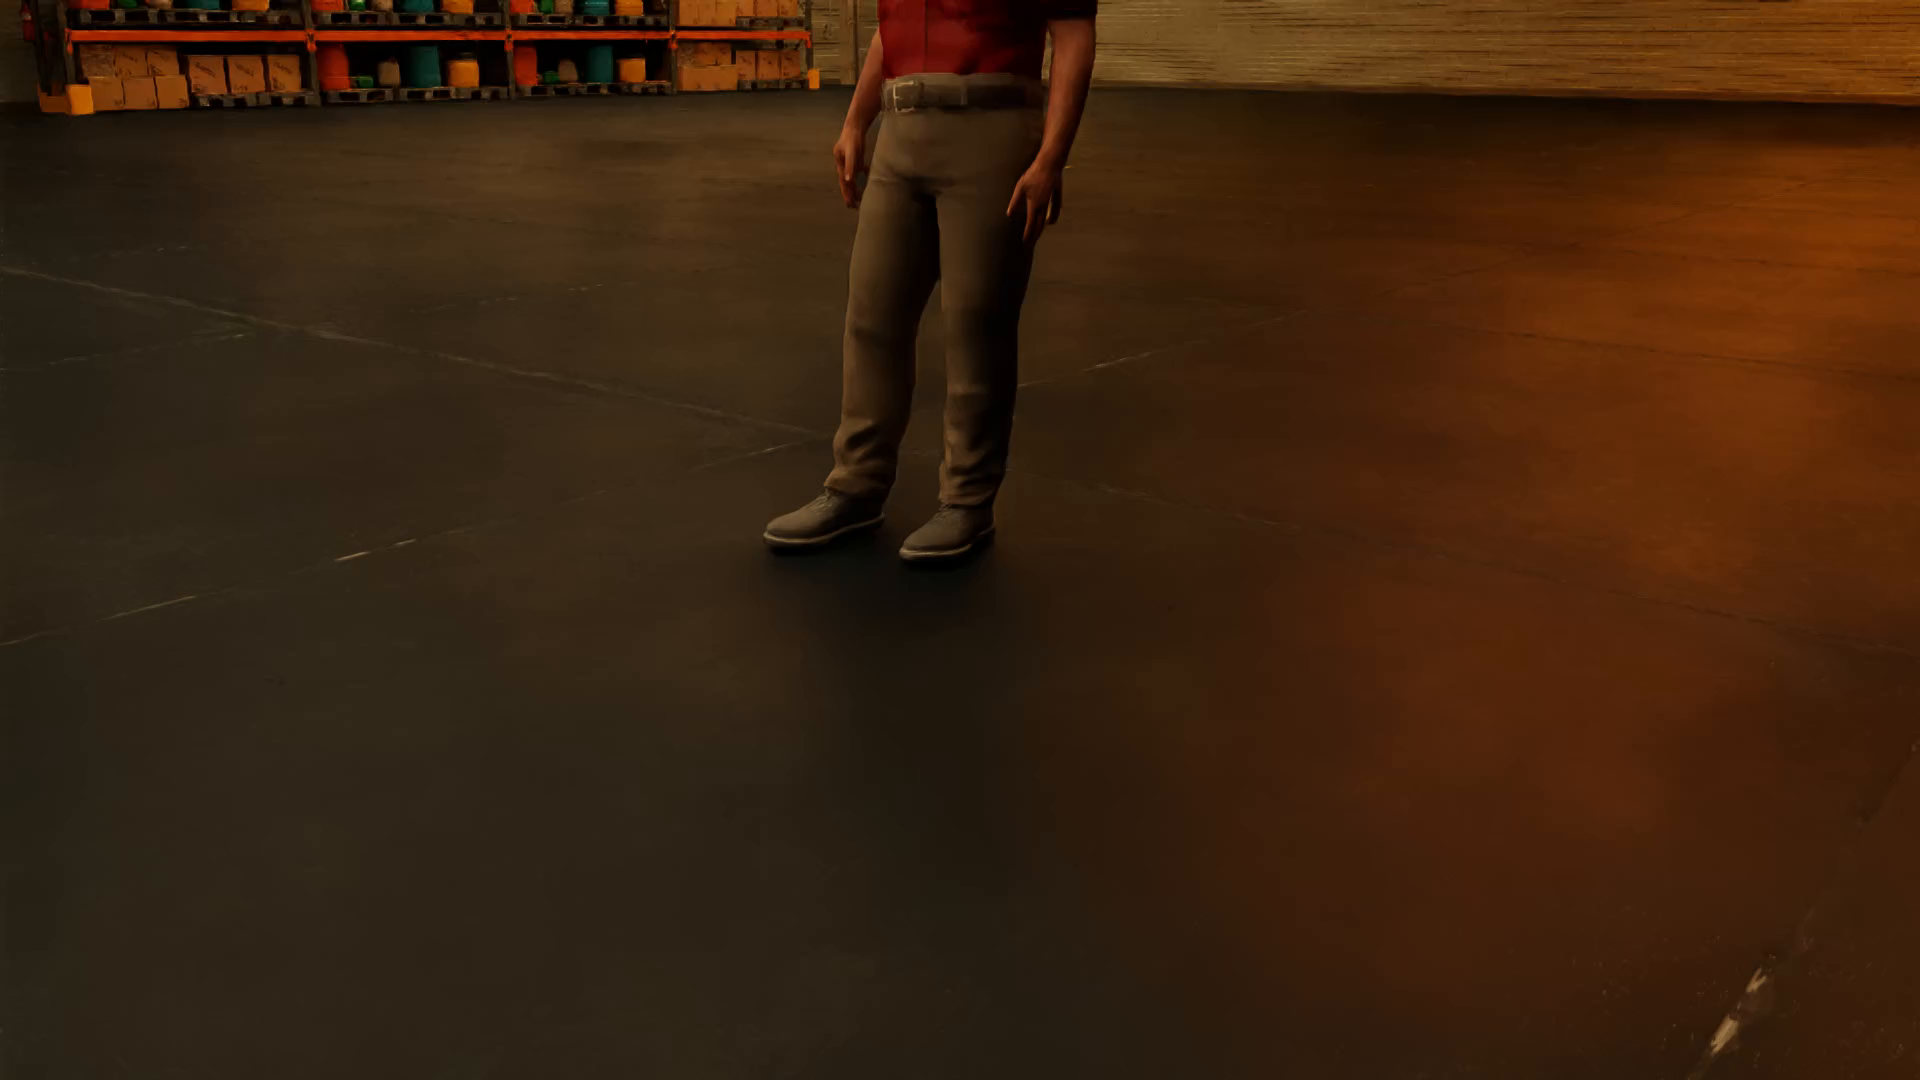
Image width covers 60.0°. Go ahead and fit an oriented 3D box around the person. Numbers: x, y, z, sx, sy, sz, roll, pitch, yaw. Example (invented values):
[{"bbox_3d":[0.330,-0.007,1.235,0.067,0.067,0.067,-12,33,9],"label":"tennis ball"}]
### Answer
[{"bbox_3d":[-0.066,-0.816,3.630,0.640,1.727,0.550,13,21,37],"label":"person"}]
